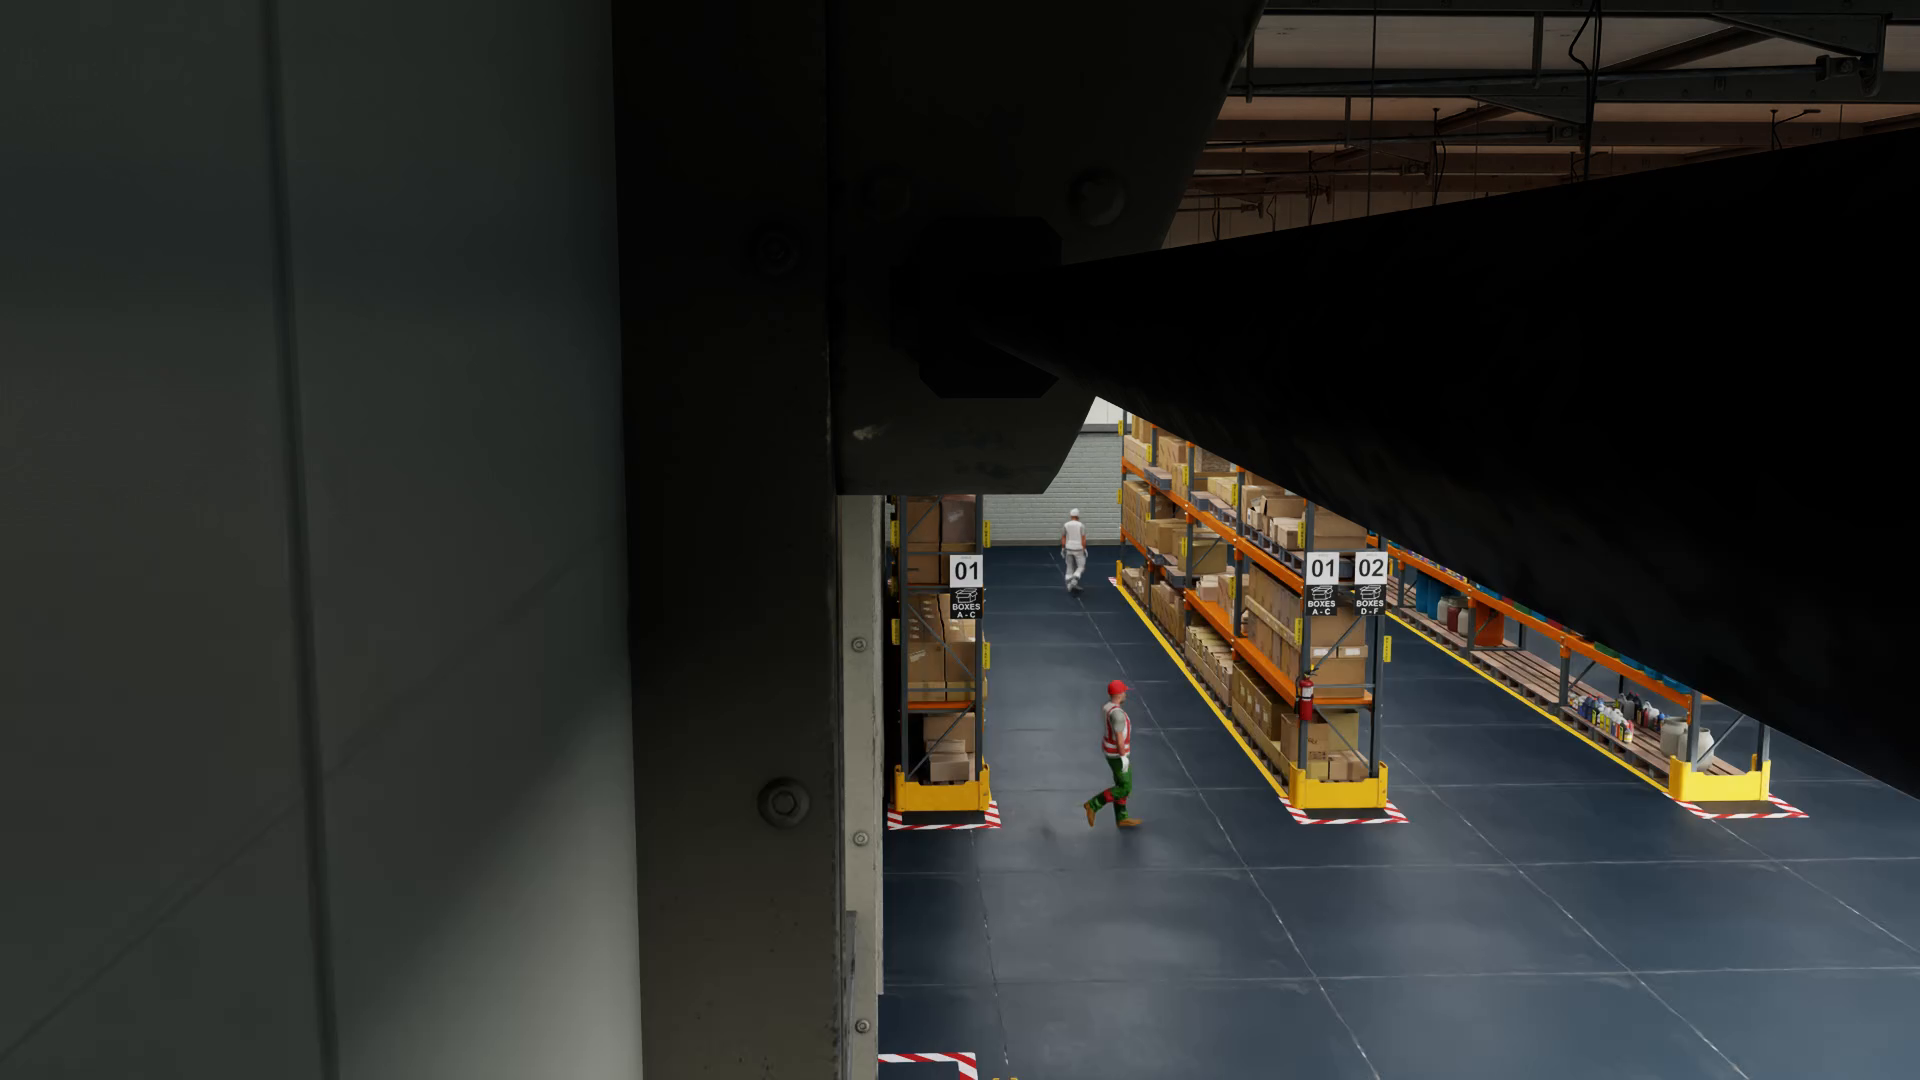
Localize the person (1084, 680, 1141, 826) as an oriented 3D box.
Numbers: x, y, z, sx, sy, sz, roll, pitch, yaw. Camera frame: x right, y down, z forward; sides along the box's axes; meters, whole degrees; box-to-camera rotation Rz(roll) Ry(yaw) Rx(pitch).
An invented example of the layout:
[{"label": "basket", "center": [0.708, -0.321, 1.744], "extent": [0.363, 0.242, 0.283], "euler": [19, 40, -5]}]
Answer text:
[{"label": "person", "center": [1.810, 2.545, 19.699], "extent": [0.735, 1.783, 0.576], "euler": [-1, 8, -7]}]

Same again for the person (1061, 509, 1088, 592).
[{"label": "person", "center": [2.426, 0.228, 35.449], "extent": [0.587, 1.787, 0.547], "euler": [5, 10, 29]}]
